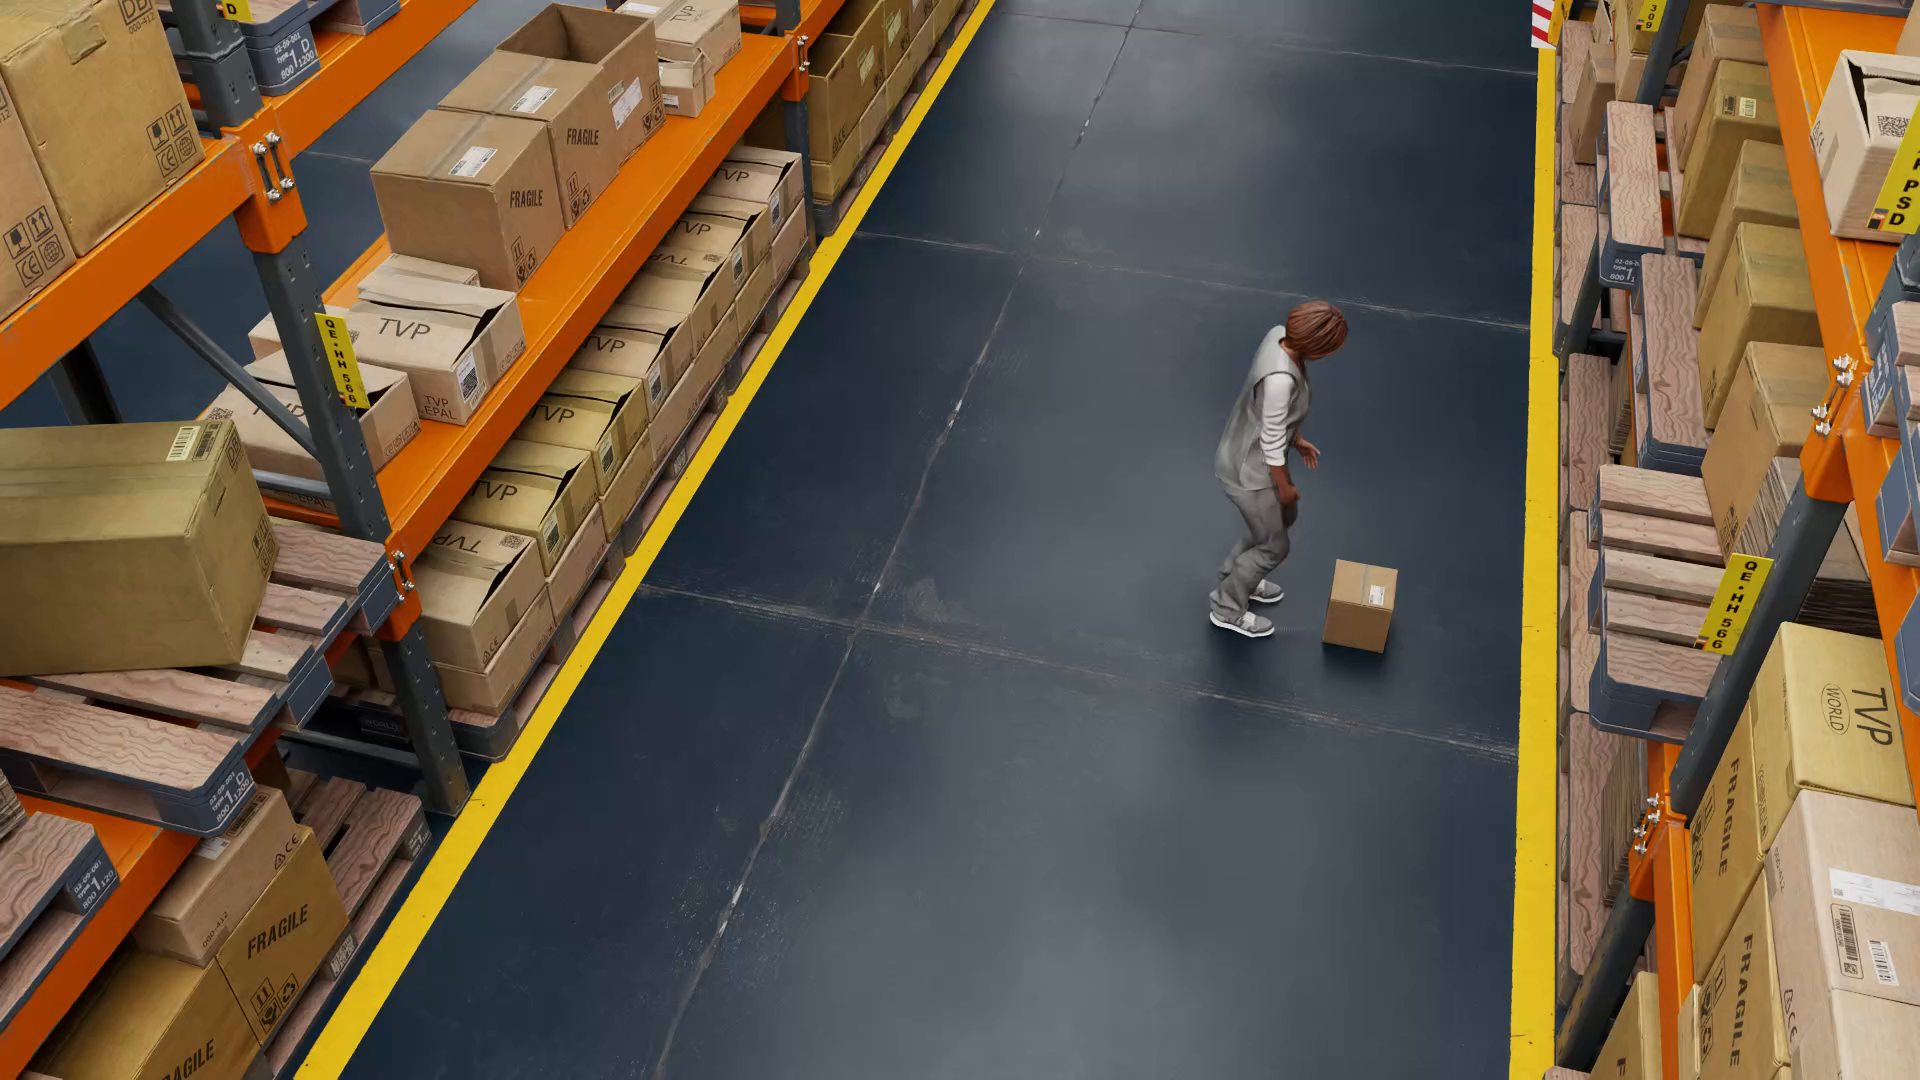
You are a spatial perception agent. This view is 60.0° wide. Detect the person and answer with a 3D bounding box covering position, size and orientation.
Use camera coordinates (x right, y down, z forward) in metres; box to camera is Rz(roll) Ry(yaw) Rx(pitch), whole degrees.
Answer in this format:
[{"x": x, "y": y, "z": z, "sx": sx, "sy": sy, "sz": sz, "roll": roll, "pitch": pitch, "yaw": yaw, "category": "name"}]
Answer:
[{"x": 1.215, "y": -0.297, "z": 6.552, "sx": 0.417, "sy": 1.538, "sz": 0.433, "roll": 11, "pitch": 43, "yaw": 12, "category": "person"}]
